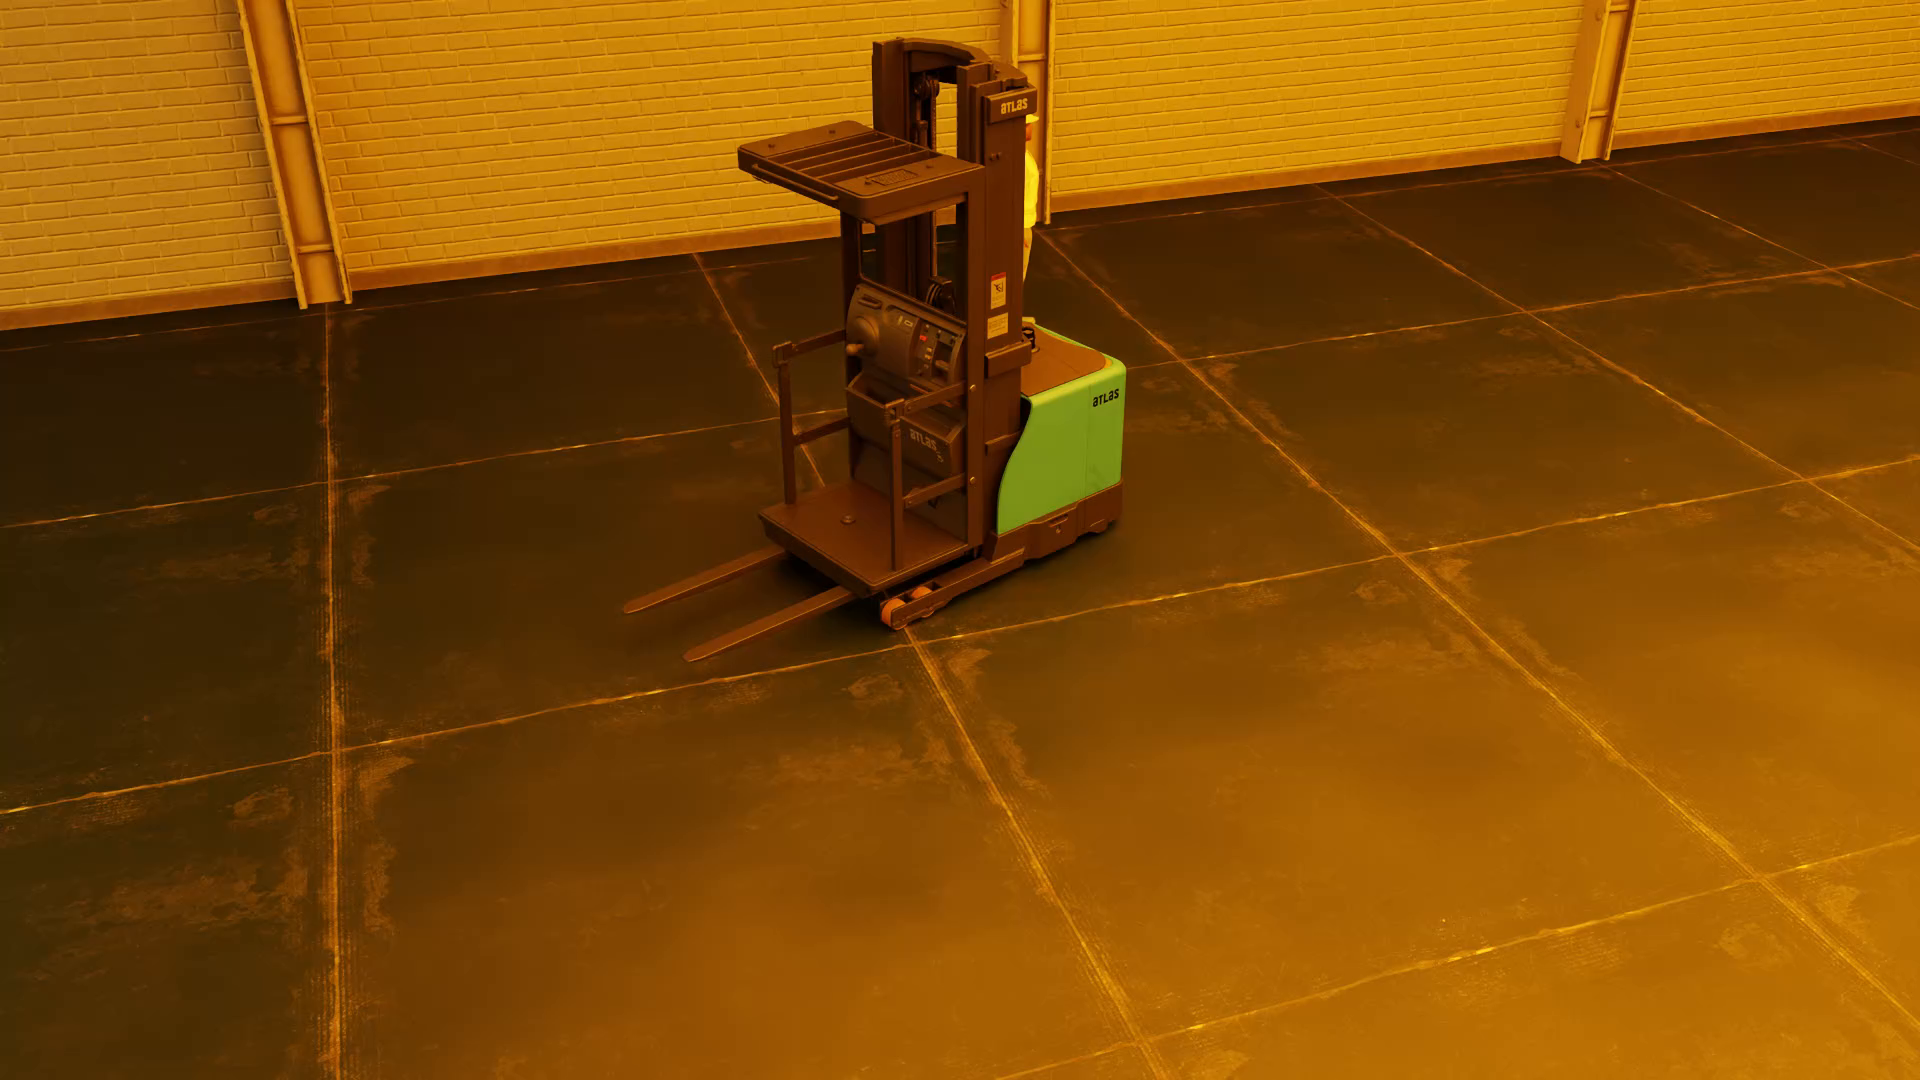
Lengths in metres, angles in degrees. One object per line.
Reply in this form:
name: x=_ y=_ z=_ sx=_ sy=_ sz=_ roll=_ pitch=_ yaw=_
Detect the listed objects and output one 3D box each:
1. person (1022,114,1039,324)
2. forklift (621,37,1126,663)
person: x=0.425 y=-2.369 z=12.371 sx=0.369 sy=1.771 sz=0.569 roll=-1 pitch=30 yaw=-2
forklift: x=-0.461 y=-1.072 z=8.951 sx=3.031 sy=2.935 sz=1.130 roll=-23 pitch=37 yaw=-34
